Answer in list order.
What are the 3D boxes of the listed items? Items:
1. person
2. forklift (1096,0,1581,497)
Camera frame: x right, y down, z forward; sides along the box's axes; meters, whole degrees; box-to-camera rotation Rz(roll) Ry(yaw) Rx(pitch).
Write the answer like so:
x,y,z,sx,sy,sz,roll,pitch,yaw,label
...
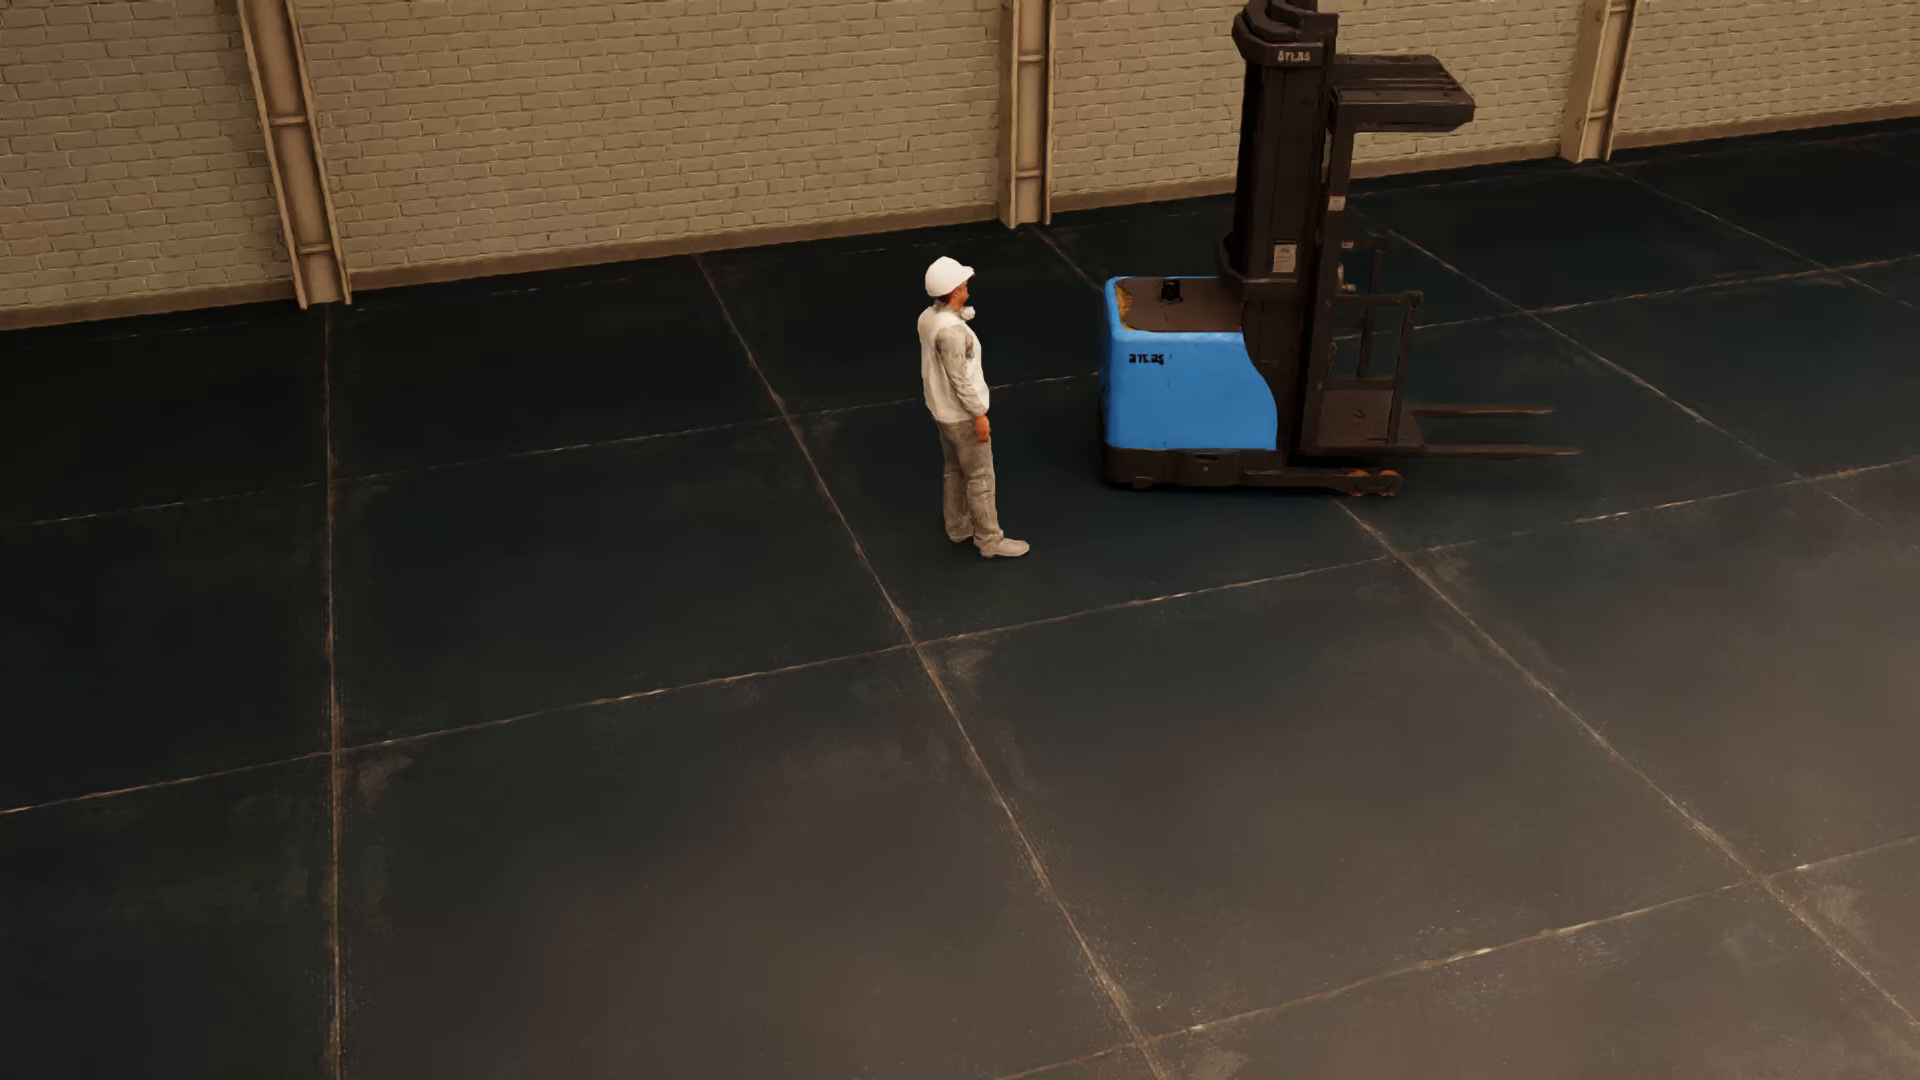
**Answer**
x,y,z,sx,sy,sz,roll,pitch,yaw,label
0.062,-0.781,9.591,0.567,1.773,0.632,-10,31,-16,person
2.434,-1.814,10.240,3.031,2.935,1.130,1,30,1,forklift
